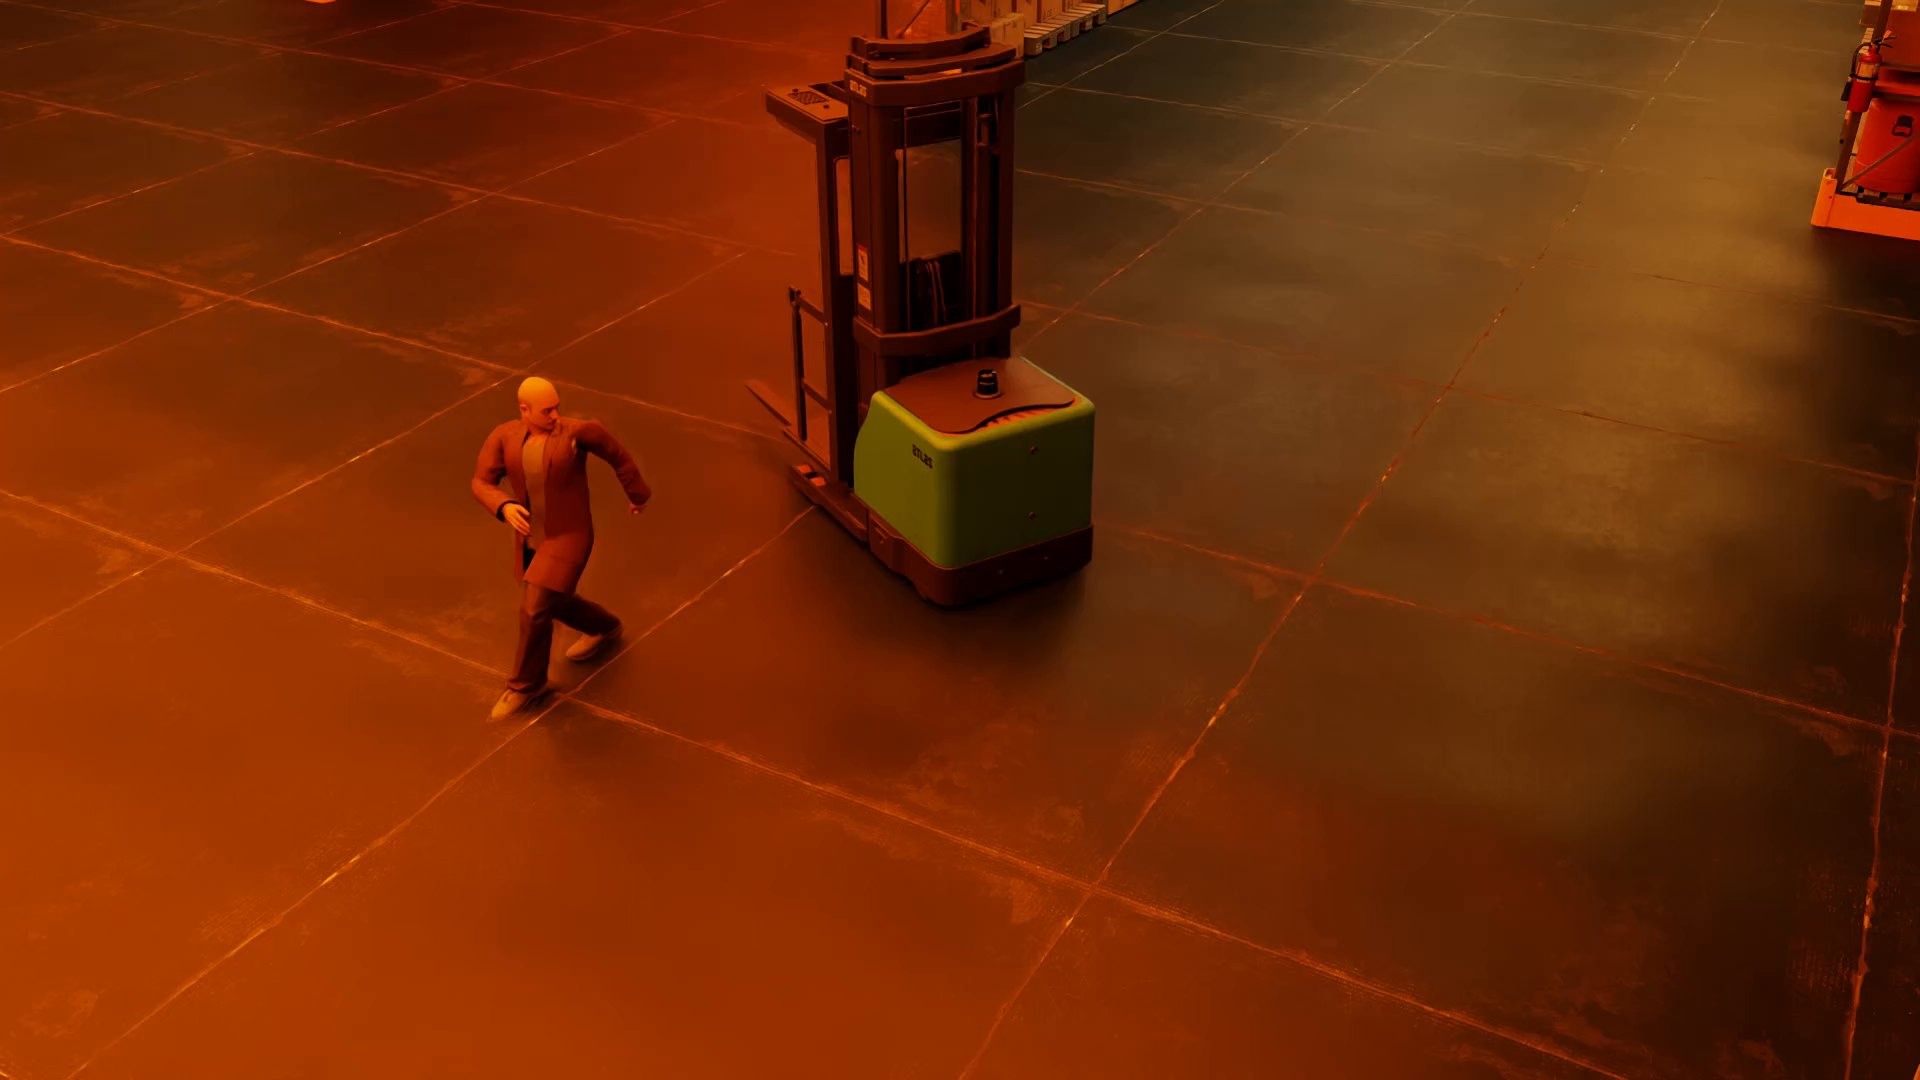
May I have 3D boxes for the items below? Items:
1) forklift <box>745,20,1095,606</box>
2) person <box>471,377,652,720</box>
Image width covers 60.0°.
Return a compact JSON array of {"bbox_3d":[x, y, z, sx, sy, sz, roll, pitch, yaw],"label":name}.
[{"bbox_3d":[-0.421,-1.604,9.850,1.130,2.935,3.031,-17,34,-26],"label":"forklift"},{"bbox_3d":[-2.060,-0.010,8.367,0.606,1.721,1.021,16,34,26],"label":"person"}]
